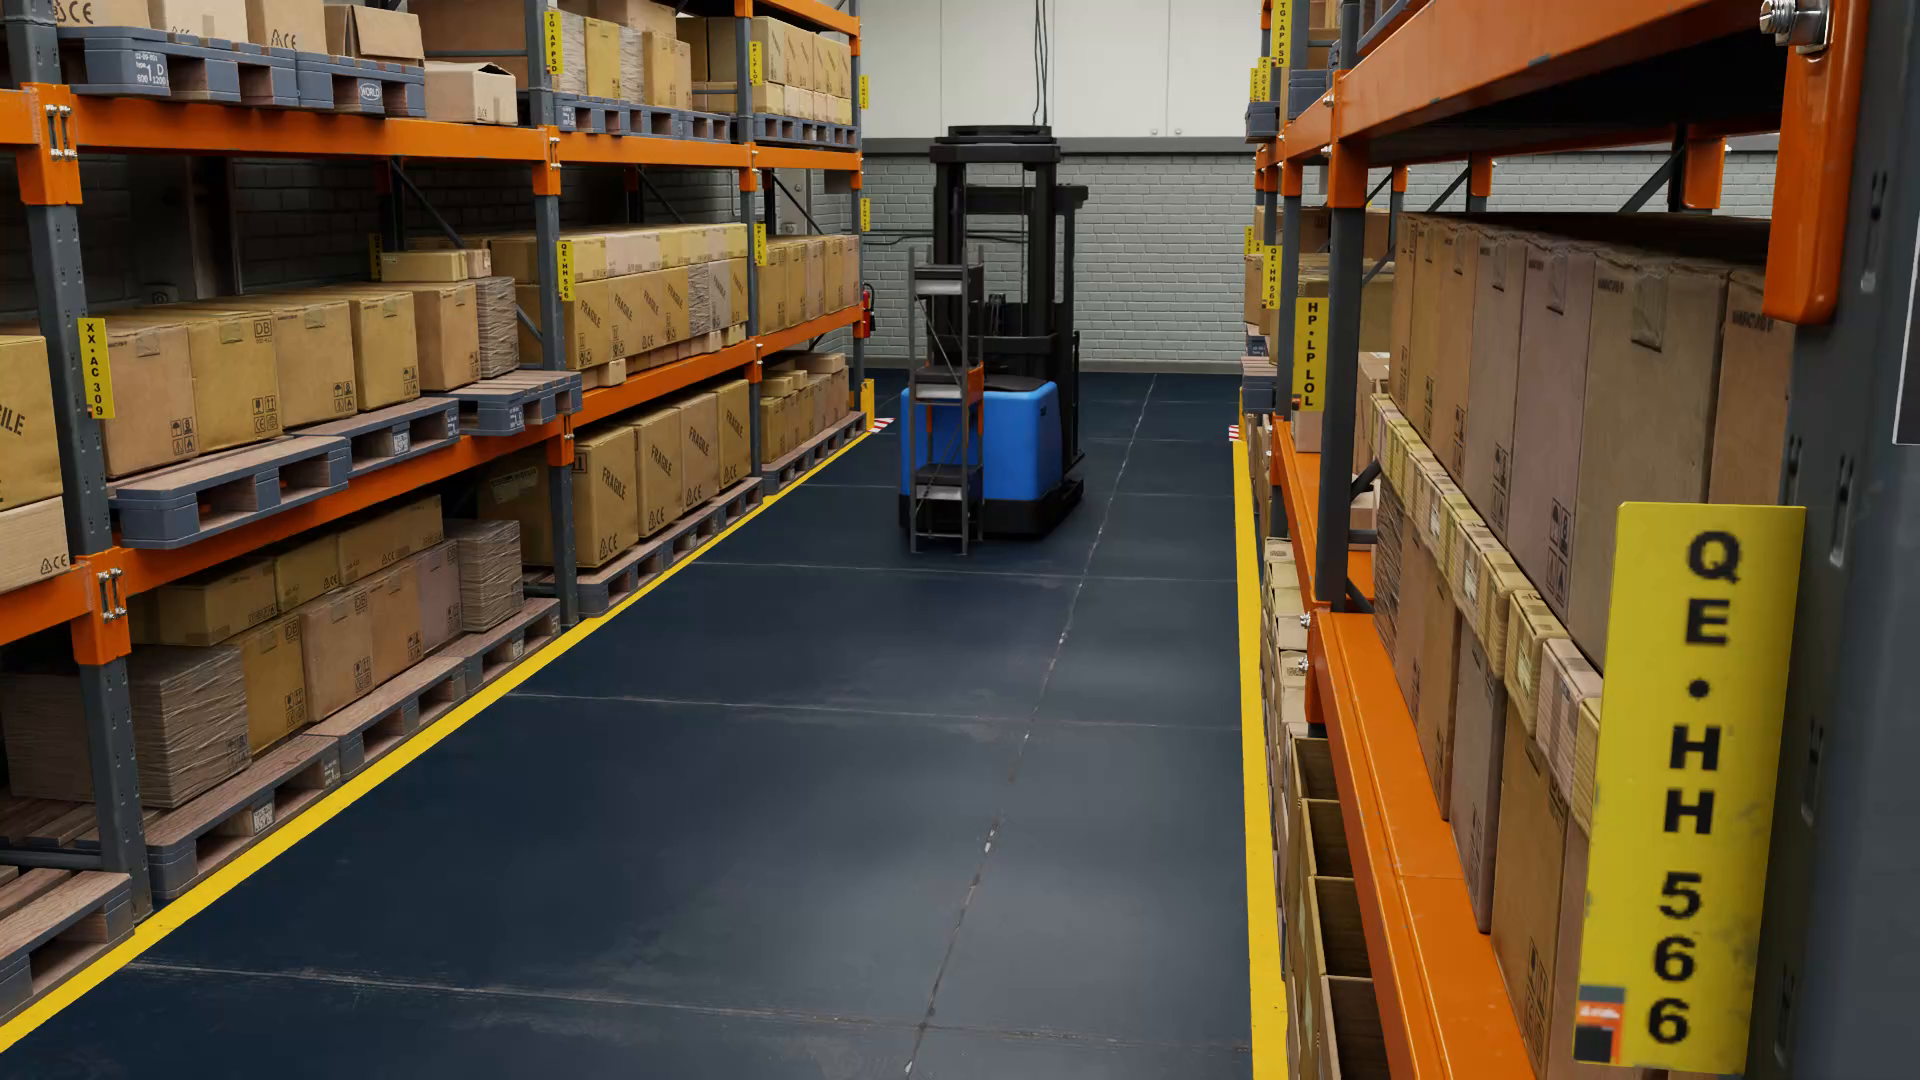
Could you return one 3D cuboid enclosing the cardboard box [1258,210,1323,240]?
[{"bbox_3d":[2.677,-2.413,13.460,0.500,0.500,0.500,2,12,8],"label":"cardboard box"}]

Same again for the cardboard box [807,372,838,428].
[{"bbox_3d":[-1.587,-1.378,16.203,0.700,0.500,0.500,2,12,8],"label":"cardboard box"}]

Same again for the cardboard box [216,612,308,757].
[{"bbox_3d":[-3.220,0.594,7.004,0.700,0.500,0.500,2,12,8],"label":"cardboard box"}]

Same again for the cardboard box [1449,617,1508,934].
[{"bbox_3d":[1.254,0.375,2.896,0.700,0.500,0.500,2,12,10],"label":"cardboard box"}]

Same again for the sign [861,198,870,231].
[{"bbox_3d":[-0.967,-3.309,16.916,0.100,0.325,0.005,2,12,9],"label":"sign"}]

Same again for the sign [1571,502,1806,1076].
[{"bbox_3d":[0.400,0.141,0.910,0.100,0.325,0.005,2,12,9],"label":"sign"}]

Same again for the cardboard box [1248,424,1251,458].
[{"bbox_3d":[2.702,-0.840,14.108,0.500,0.311,0.500,2,12,9],"label":"cardboard box"}]

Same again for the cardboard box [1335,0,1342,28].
[{"bbox_3d":[2.237,-2.917,8.678,0.500,0.500,0.500,2,12,9],"label":"cardboard box"}]

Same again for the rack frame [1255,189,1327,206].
[{"bbox_3d":[3.394,-2.488,16.417,1.000,3.000,0.127,2,12,9],"label":"rack frame"}]

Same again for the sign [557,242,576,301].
[{"bbox_3d":[-2.194,-1.494,9.245,0.100,0.325,0.005,2,12,9],"label":"sign"}]

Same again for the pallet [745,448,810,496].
[{"bbox_3d":[-1.922,-0.607,14.311,1.003,0.211,1.213,2,12,9],"label":"pallet"}]

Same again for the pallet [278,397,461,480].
[{"bbox_3d":[-2.995,-0.475,7.533,1.003,0.211,1.213,2,12,9],"label":"pallet"}]

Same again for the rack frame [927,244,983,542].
[{"bbox_3d":[-0.035,-1.021,11.746,0.400,2.100,0.015,3,12,13],"label":"rack frame"}]

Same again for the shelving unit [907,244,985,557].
[{"bbox_3d":[-0.090,-0.971,11.514,0.431,2.100,0.503,3,12,13],"label":"shelving unit"}]

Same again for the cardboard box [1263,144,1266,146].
[{"bbox_3d":[2.591,-3.158,12.763,0.500,0.250,0.500,2,12,9],"label":"cardboard box"}]

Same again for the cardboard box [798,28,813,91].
[{"bbox_3d":[-1.586,-4.178,14.482,0.500,0.500,0.500,2,12,9],"label":"cardboard box"}]

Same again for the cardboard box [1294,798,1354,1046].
[{"bbox_3d":[1.099,0.973,4.107,0.500,0.500,0.500,2,12,9],"label":"cardboard box"}]

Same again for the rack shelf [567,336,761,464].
[{"bbox_3d":[-2.424,-1.047,11.438,1.077,0.370,4.000,2,12,9],"label":"rack shelf"}]

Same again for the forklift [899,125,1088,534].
[{"bbox_3d":[0.391,-1.739,13.103,1.130,2.935,3.031,3,12,13],"label":"forklift"}]

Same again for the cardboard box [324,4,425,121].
[{"bbox_3d":[-3.022,-2.242,7.864,0.797,0.503,0.637,4,13,17],"label":"cardboard box"}]

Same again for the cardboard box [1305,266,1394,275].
[{"bbox_3d":[2.479,-1.396,10.115,0.700,0.500,0.500,4,13,19],"label":"cardboard box"}]

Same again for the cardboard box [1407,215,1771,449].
[{"bbox_3d":[1.410,-0.475,3.761,0.700,0.500,0.500,2,12,9],"label":"cardboard box"}]

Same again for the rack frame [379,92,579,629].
[{"bbox_3d":[-2.731,-0.982,9.431,1.000,3.000,0.127,2,12,9],"label":"rack frame"}]

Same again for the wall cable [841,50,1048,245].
[{"bbox_3d":[-0.278,-5.228,22.263,3.097,2.526,0.112,2,12,9],"label":"wall cable"}]

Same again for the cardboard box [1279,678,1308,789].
[{"bbox_3d":[1.402,0.673,5.950,0.500,0.311,0.500,2,12,10],"label":"cardboard box"}]

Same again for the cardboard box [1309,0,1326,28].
[{"bbox_3d":[2.427,-3.044,10.408,0.600,0.600,0.600,1,12,6],"label":"cardboard box"}]

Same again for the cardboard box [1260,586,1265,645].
[{"bbox_3d":[1.793,0.416,8.473,0.500,0.250,0.500,2,12,8],"label":"cardboard box"}]

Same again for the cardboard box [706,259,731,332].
[{"bbox_3d":[-2.007,-1.808,12.273,0.500,0.500,0.500,2,12,9],"label":"cardboard box"}]

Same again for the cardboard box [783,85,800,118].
[{"bbox_3d":[-1.657,-3.703,14.057,0.500,0.250,0.500,2,12,7],"label":"cardboard box"}]

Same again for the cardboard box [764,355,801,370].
[{"bbox_3d":[-1.765,-1.726,16.279,0.380,0.149,0.250,2,12,9],"label":"cardboard box"}]

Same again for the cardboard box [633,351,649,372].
[{"bbox_3d":[-2.281,-1.199,10.985,0.380,0.149,0.250,2,12,10],"label":"cardboard box"}]

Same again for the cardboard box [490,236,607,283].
[{"bbox_3d":[-2.402,-1.645,9.735,0.500,0.250,0.500,2,12,10],"label":"cardboard box"}]

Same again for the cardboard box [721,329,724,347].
[{"bbox_3d":[-1.988,-1.517,12.459,0.380,0.149,0.250,2,12,10],"label":"cardboard box"}]

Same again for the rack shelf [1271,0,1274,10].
[{"bbox_3d":[2.472,-3.624,10.107,1.077,0.370,4.000,2,12,9],"label":"rack shelf"}]

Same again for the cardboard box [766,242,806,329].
[{"bbox_3d":[-1.899,-2.226,14.489,0.980,0.700,0.700,2,12,7],"label":"cardboard box"}]

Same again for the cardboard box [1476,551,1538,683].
[{"bbox_3d":[1.002,0.122,2.532,0.380,0.149,0.250,2,12,10],"label":"cardboard box"}]

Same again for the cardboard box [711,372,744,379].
[{"bbox_3d":[-1.999,-1.409,14.806,0.380,0.149,0.250,1,12,7],"label":"cardboard box"}]

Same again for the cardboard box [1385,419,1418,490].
[{"bbox_3d":[1.240,-0.200,4.025,0.380,0.149,0.250,2,12,7],"label":"cardboard box"}]

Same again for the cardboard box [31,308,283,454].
[{"bbox_3d":[-3.141,-0.634,6.535,0.700,0.500,0.500,3,13,14],"label":"cardboard box"}]

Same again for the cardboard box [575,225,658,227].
[{"bbox_3d":[-2.518,-2.189,12.260,0.500,0.250,0.500,2,12,9],"label":"cardboard box"}]

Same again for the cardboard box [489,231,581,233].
[{"bbox_3d":[-2.752,-1.870,10.780,0.500,0.250,0.500,2,12,7],"label":"cardboard box"}]

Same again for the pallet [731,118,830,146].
[{"bbox_3d":[-1.790,-3.661,14.952,1.003,0.211,1.213,2,12,9],"label":"pallet"}]

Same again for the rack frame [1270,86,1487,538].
[{"bbox_3d":[2.164,-0.822,8.690,1.000,3.000,0.127,2,12,9],"label":"rack frame"}]

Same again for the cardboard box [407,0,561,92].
[{"bbox_3d":[-2.715,-2.813,9.526,0.700,0.500,0.500,1,12,4],"label":"cardboard box"}]

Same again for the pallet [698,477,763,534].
[{"bbox_3d":[-2.160,-0.289,12.832,1.003,0.211,1.213,2,12,9],"label":"pallet"}]

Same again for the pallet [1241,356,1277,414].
[{"bbox_3d":[2.199,-0.872,9.375,1.213,0.211,1.003,2,12,9],"label":"pallet"}]

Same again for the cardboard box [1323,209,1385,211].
[{"bbox_3d":[3.288,-2.496,13.845,0.500,0.500,0.500,2,12,7],"label":"cardboard box"}]

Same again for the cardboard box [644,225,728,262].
[{"bbox_3d":[-2.023,-2.174,12.189,0.500,0.250,0.500,2,12,10],"label":"cardboard box"}]

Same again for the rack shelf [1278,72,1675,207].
[{"bbox_3d":[1.857,-1.521,6.518,1.077,0.370,4.000,2,12,9],"label":"rack shelf"}]

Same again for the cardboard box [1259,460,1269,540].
[{"bbox_3d":[2.230,-0.235,10.853,0.500,0.500,0.500,1,12,7],"label":"cardboard box"}]

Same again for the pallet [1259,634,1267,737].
[{"bbox_3d":[1.999,0.711,8.194,1.003,0.211,1.213,2,12,9],"label":"pallet"}]

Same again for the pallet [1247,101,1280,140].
[{"bbox_3d":[2.453,-2.680,10.636,1.213,0.211,1.003,2,12,9],"label":"pallet"}]

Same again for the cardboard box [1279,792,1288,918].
[{"bbox_3d":[1.326,1.053,5.516,0.500,0.250,0.500,2,12,8],"label":"cardboard box"}]

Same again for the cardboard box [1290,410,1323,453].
[{"bbox_3d":[1.835,-0.599,7.864,0.500,0.311,0.500,2,12,8],"label":"cardboard box"}]
